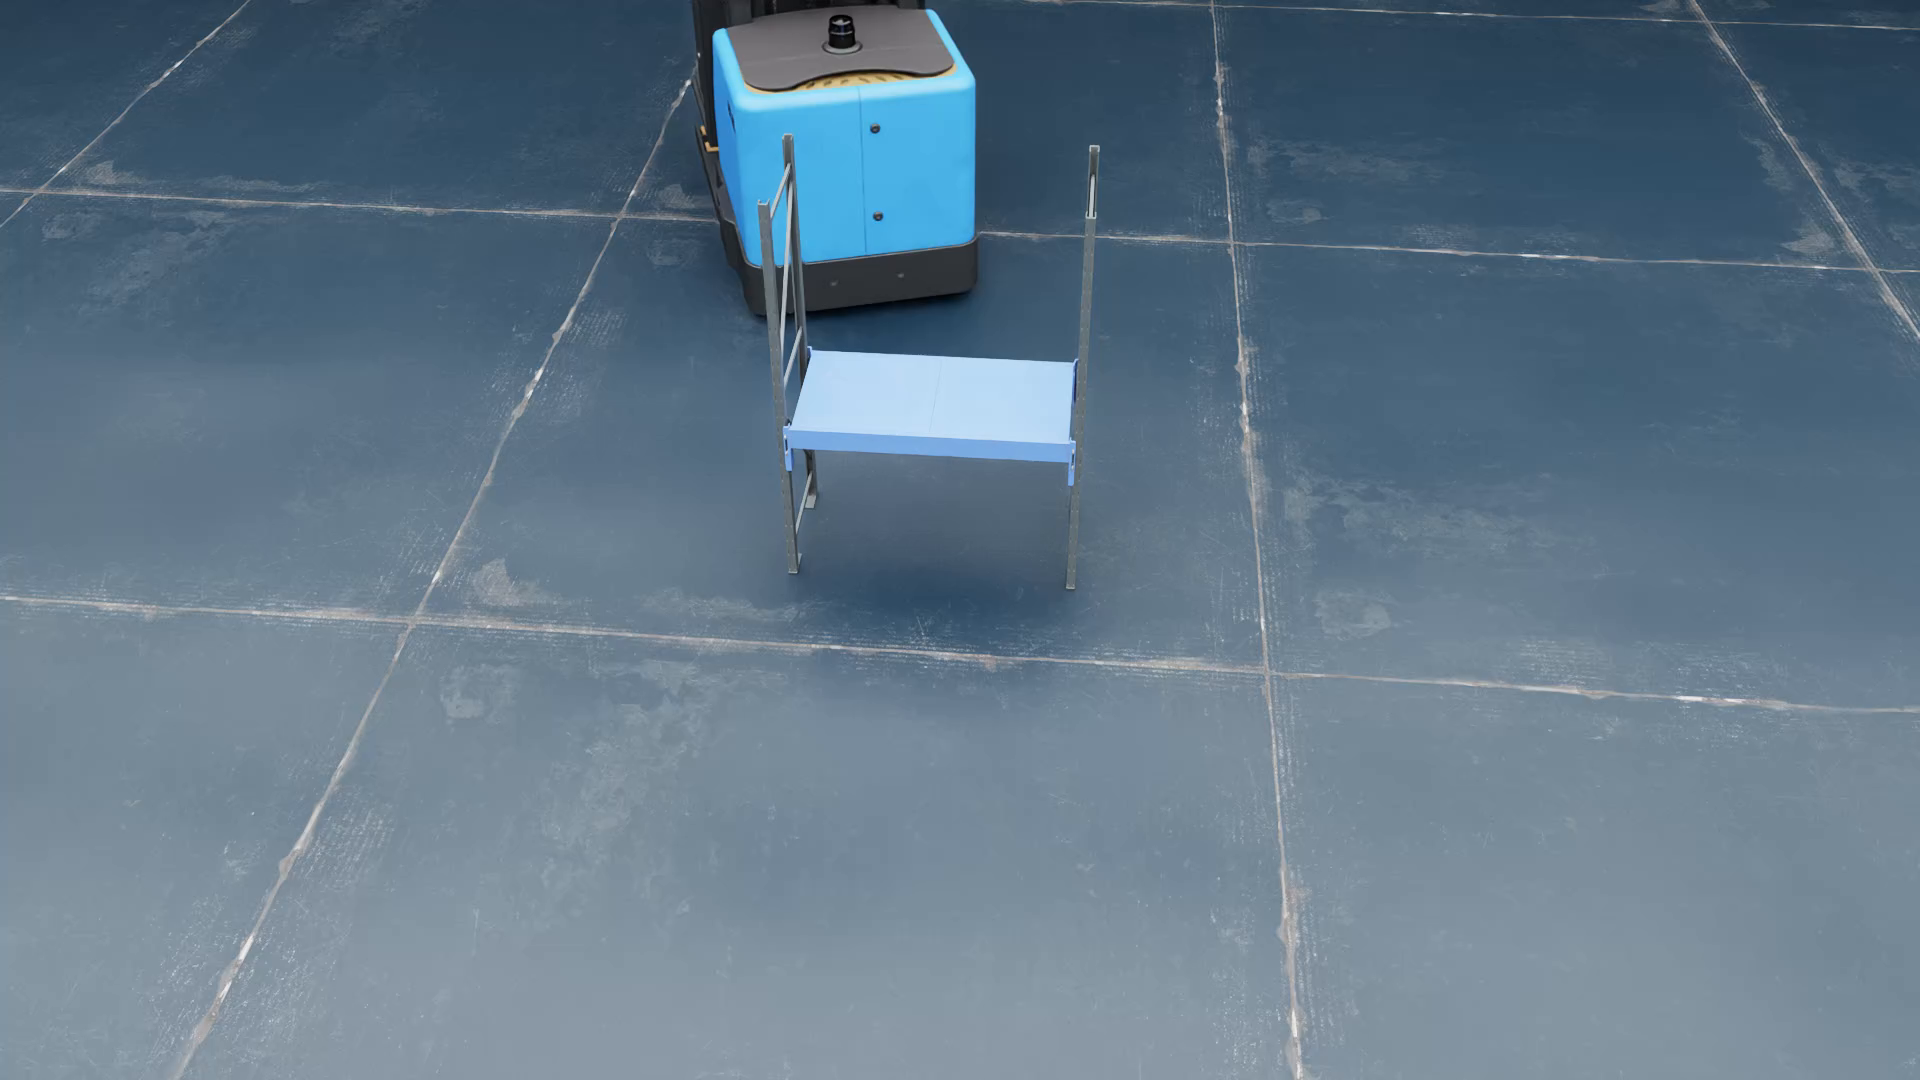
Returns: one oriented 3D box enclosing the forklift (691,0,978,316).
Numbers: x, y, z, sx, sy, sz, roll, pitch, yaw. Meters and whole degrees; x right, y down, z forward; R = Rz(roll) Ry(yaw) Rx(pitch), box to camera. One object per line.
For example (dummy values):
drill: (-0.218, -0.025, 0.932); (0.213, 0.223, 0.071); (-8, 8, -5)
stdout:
forklift: (-0.762, -3.064, 7.693); (1.130, 2.935, 3.031); (-9, 40, -10)

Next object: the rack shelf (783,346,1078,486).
rack shelf: (-0.085, -0.447, 5.896); (1.000, 0.185, 0.538); (3, 39, 4)

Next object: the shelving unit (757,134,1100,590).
shelving unit: (-0.085, -0.586, 5.782); (1.048, 1.500, 0.538); (3, 39, 4)

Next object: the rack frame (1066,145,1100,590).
rack frame: (0.421, -0.559, 5.748); (0.032, 1.500, 0.500); (3, 39, 4)

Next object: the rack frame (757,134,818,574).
rack frame: (-0.591, -0.614, 5.816); (0.032, 1.500, 0.500); (3, 39, 4)
